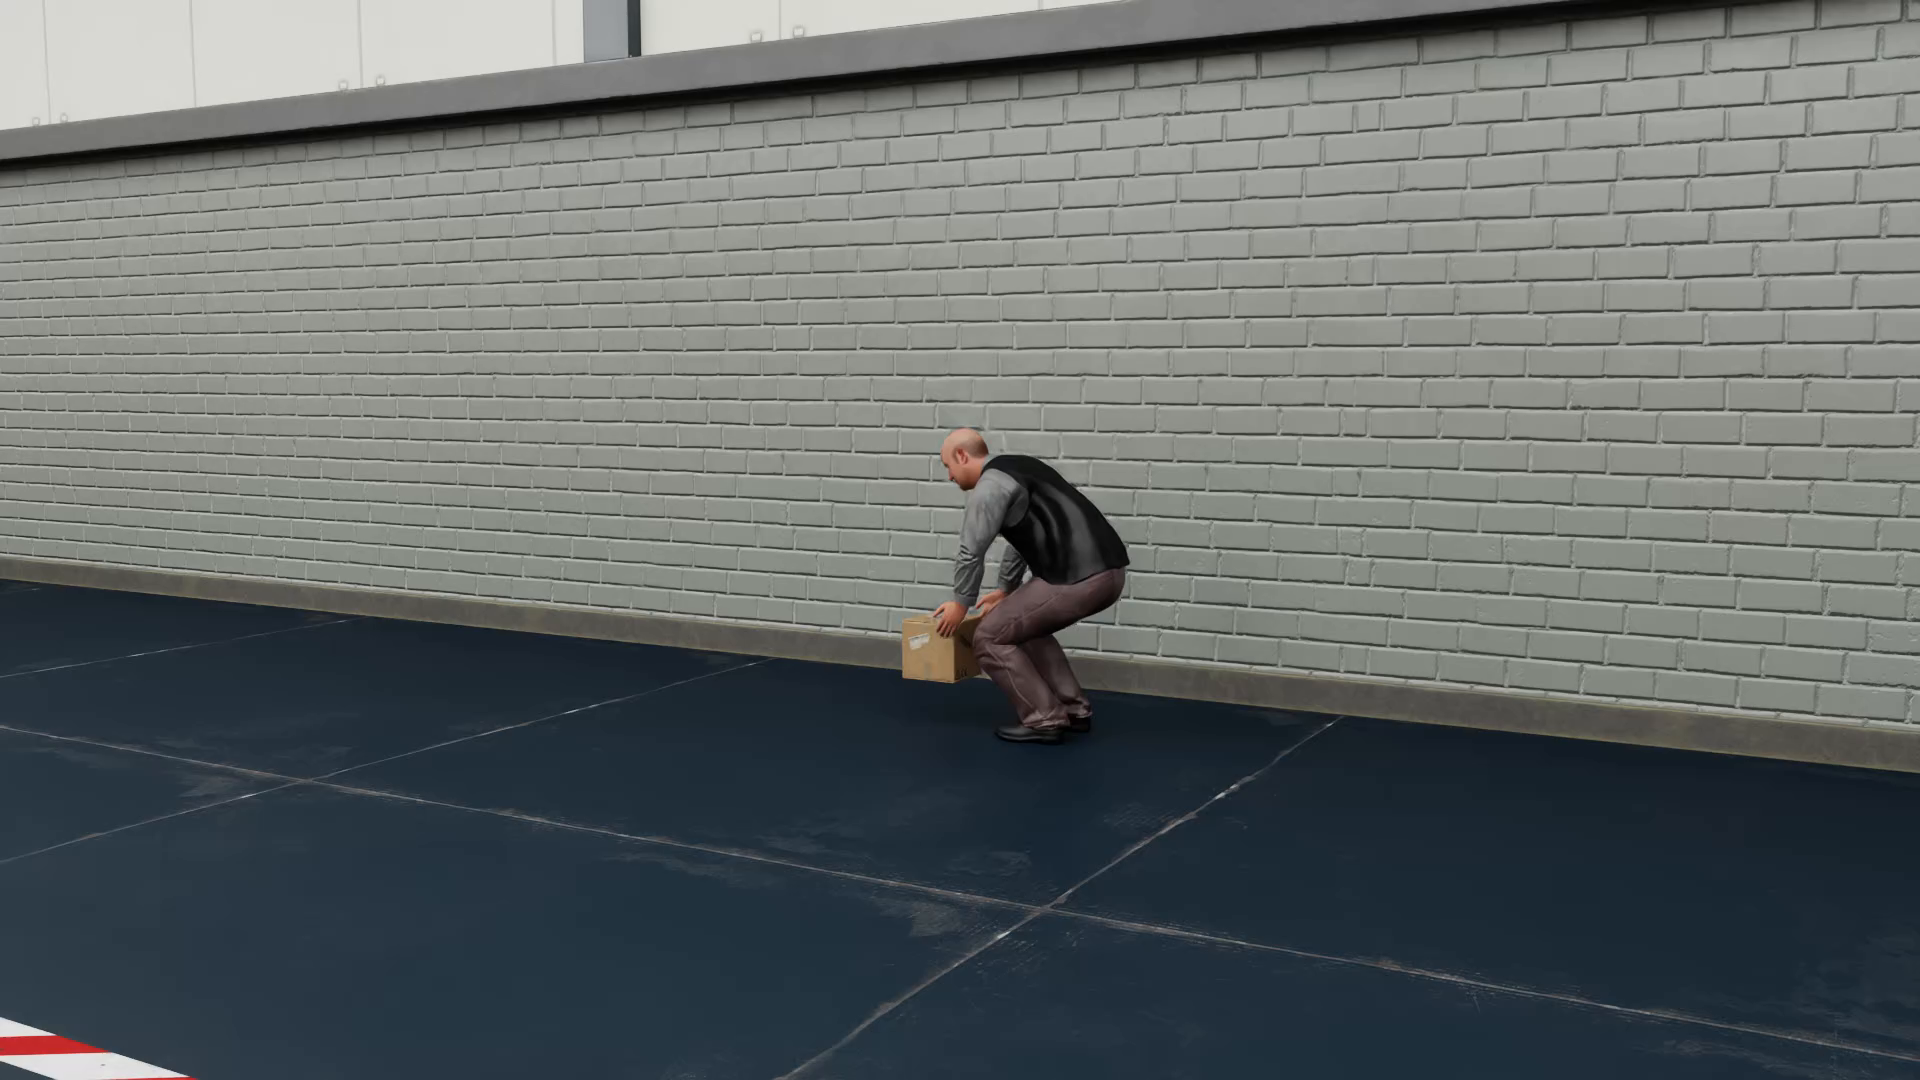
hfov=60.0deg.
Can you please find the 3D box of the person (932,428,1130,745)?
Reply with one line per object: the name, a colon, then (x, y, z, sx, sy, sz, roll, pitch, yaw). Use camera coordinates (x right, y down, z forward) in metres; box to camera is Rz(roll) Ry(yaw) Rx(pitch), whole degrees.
person: (0.277, 0.178, 6.788, 0.779, 1.261, 0.586, 3, 7, 29)
